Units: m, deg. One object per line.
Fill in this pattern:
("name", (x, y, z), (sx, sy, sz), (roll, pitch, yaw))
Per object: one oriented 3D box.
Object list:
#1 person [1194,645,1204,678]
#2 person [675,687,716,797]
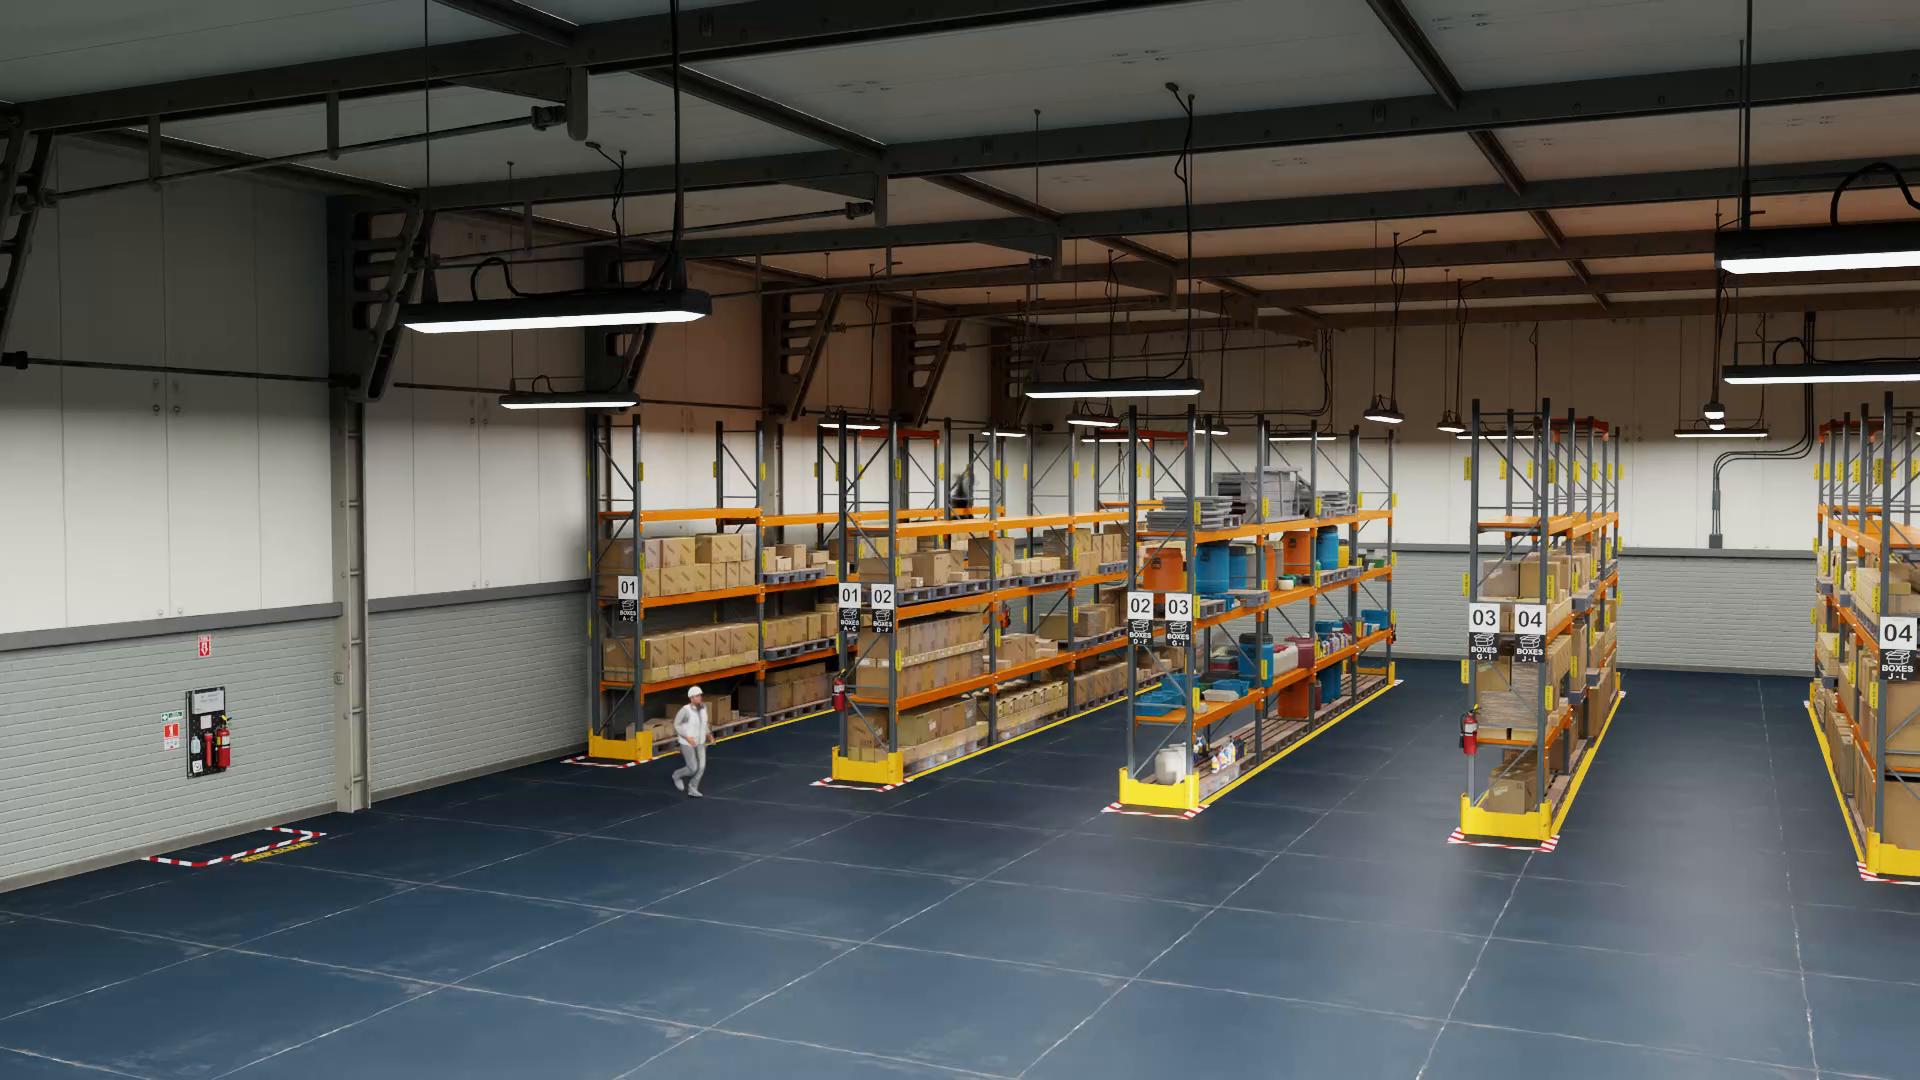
("person", (5.000, 2.849, 33.713), (0.582, 1.513, 1.017), (2, 3, 37))
("person", (-4.098, 3.102, 25.582), (0.625, 1.703, 0.654), (2, 3, 42))
